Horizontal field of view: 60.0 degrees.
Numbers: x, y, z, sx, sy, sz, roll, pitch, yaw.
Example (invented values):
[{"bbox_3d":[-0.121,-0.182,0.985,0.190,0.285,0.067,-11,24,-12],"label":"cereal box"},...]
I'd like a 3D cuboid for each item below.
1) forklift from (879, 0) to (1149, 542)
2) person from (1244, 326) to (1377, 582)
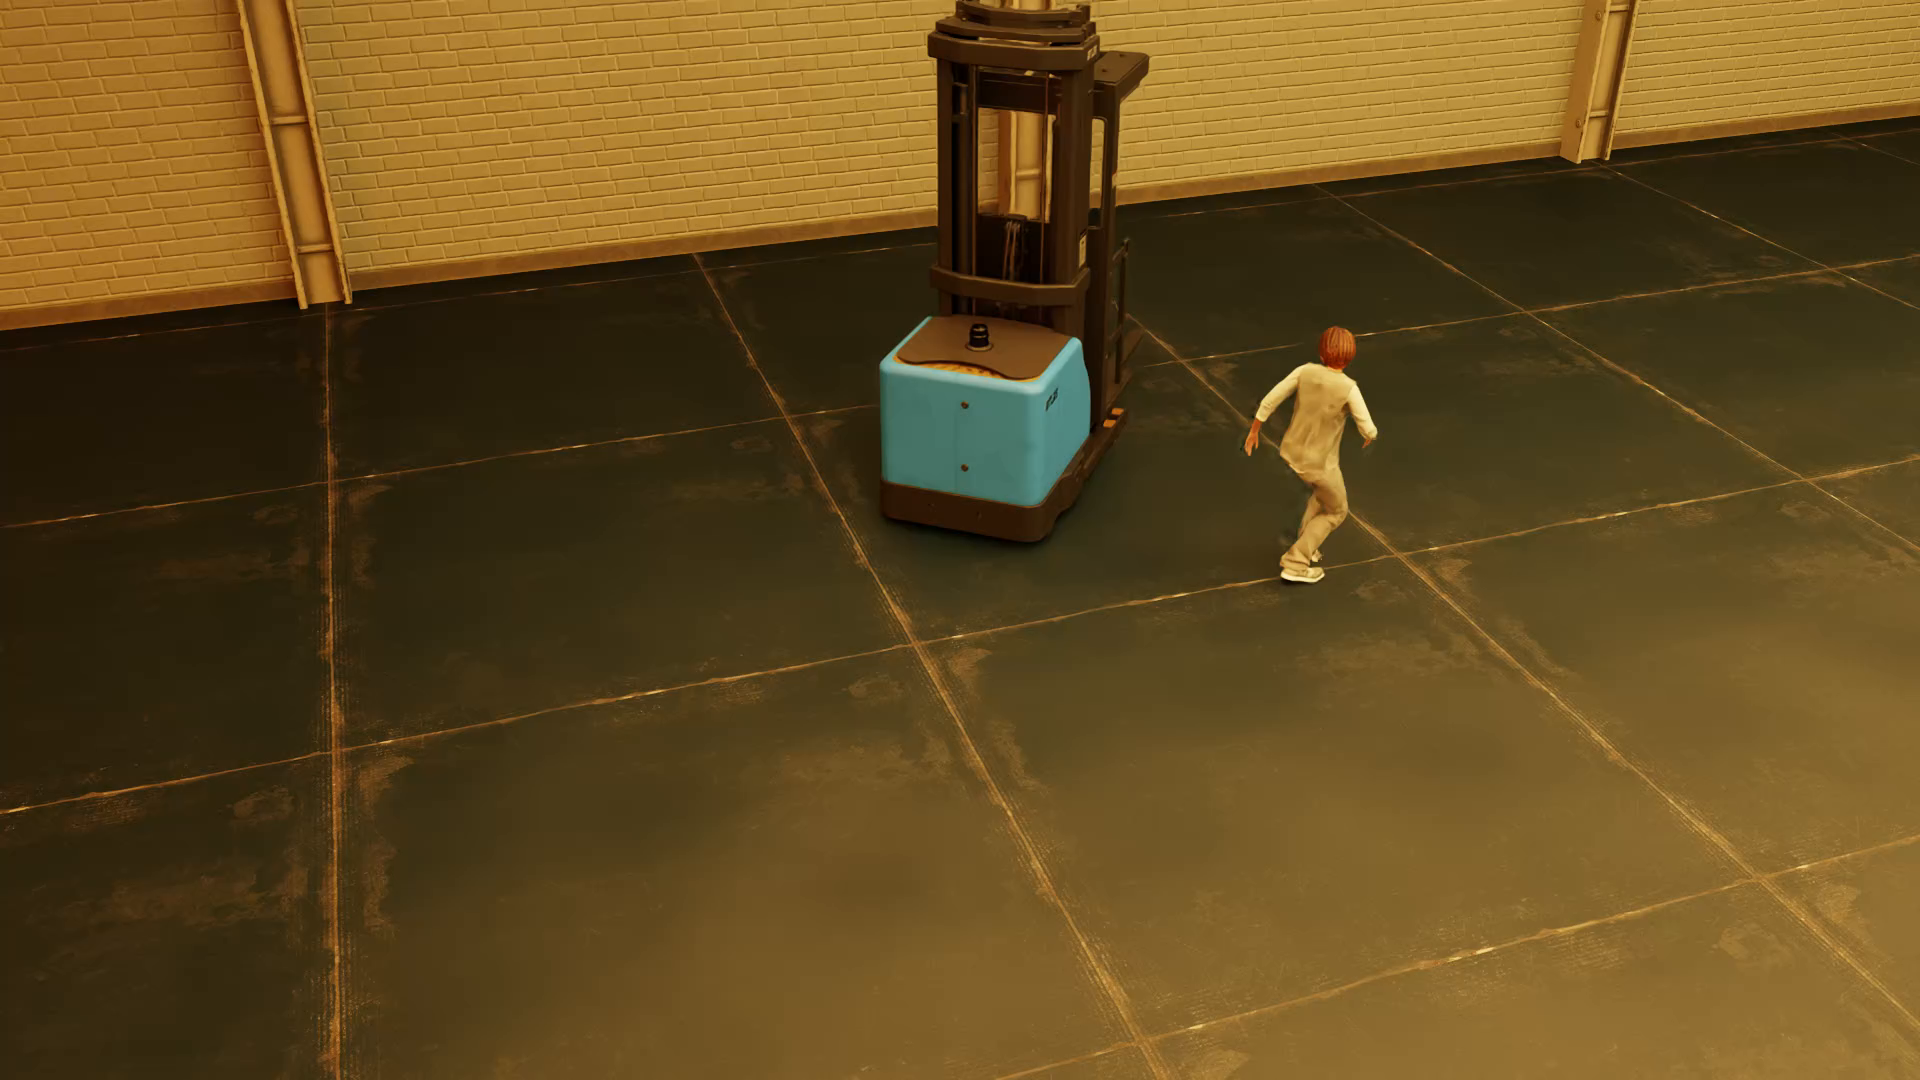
[{"bbox_3d":[0.504,-1.976,10.522,1.130,2.935,3.031,11,32,18],"label":"forklift"},{"bbox_3d":[2.009,-0.453,9.324,0.671,1.554,0.549,-15,33,-25],"label":"person"}]
